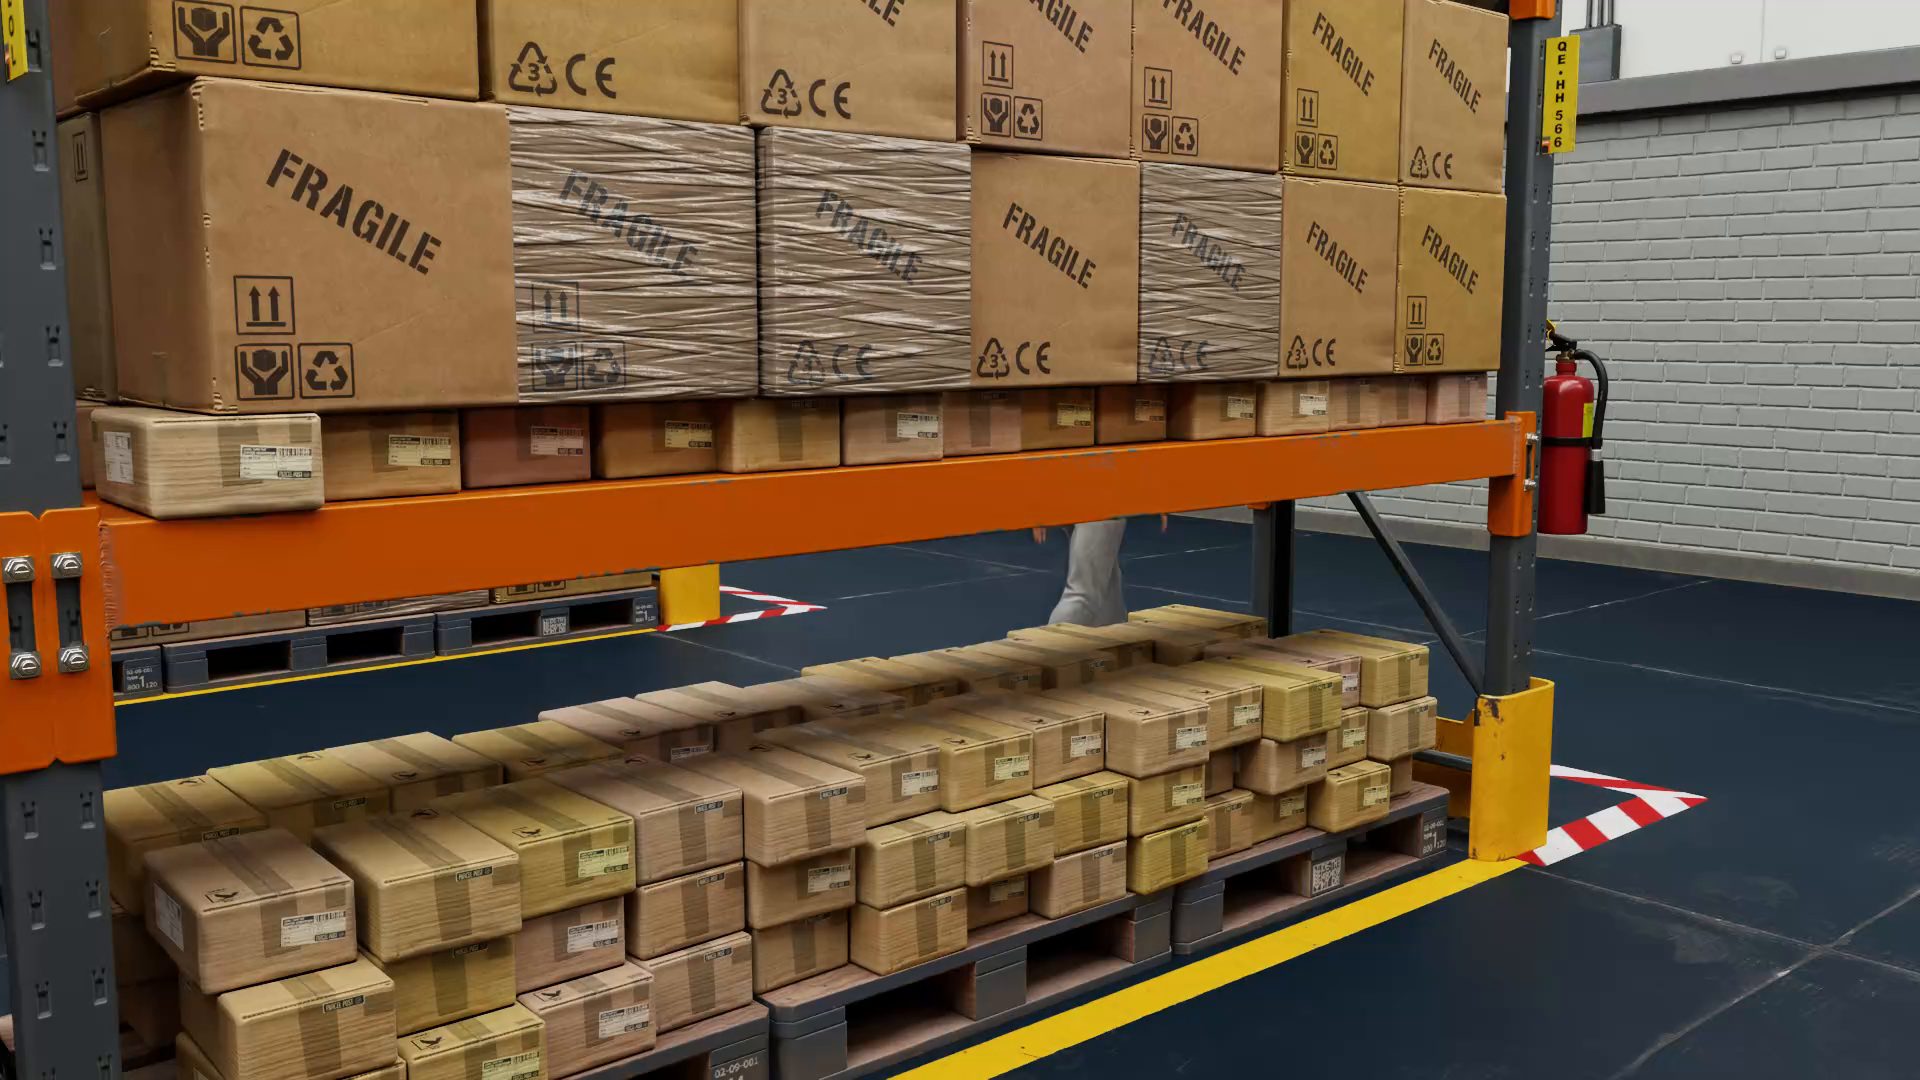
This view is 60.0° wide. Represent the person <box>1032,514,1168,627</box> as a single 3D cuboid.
[{"bbox_3d":[0.608,-0.138,6.773,0.932,1.634,0.478,-6,10,-39],"label":"person"}]
